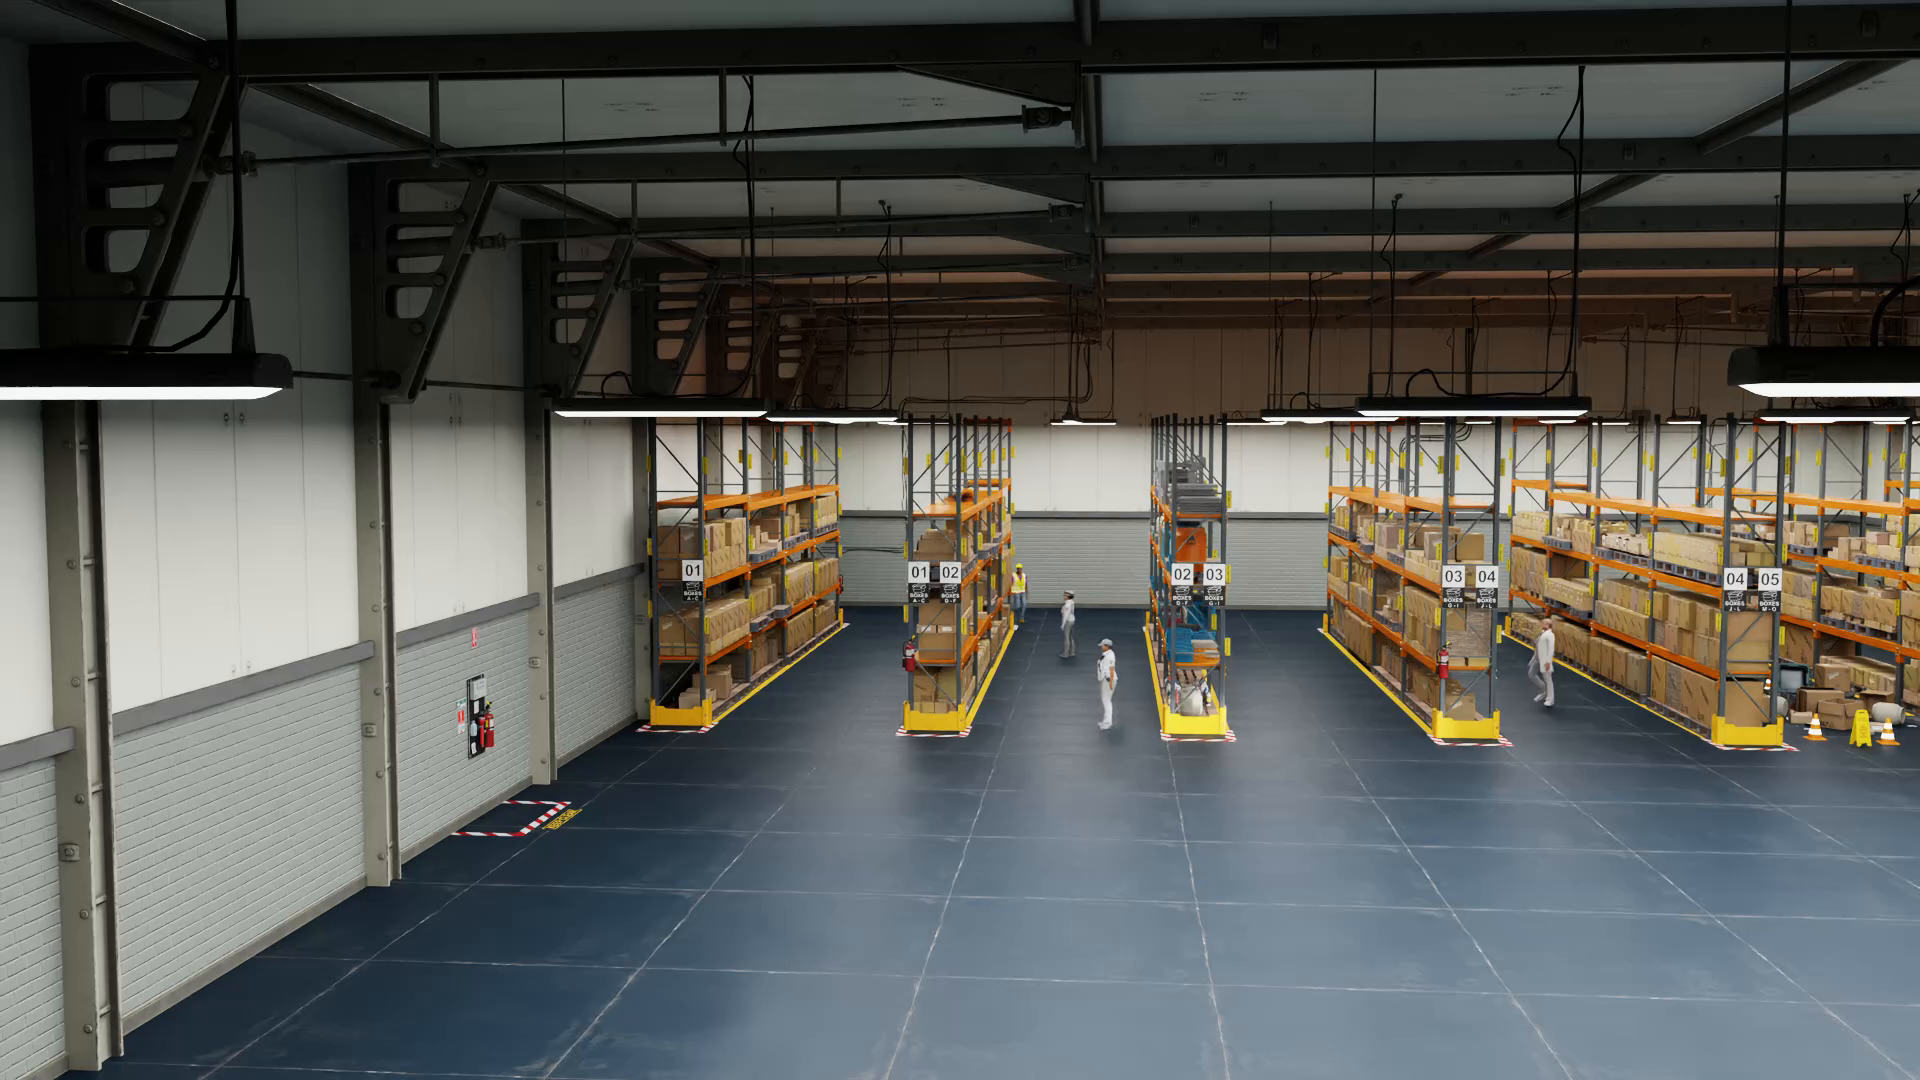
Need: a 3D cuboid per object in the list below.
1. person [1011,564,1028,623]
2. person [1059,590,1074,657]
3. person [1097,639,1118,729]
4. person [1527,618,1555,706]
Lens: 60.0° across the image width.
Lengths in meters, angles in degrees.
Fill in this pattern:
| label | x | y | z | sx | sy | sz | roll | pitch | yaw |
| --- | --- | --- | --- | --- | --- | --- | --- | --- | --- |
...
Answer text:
| label | x | y | z | sx | sy | sz | roll | pitch | yaw |
| --- | --- | --- | --- | --- | --- | --- | --- | --- | --- |
| person | 1.698 | 1.556 | 48.779 | 0.674 | 1.744 | 0.585 | 4 | 5 | 44 |
| person | 2.678 | 2.094 | 41.572 | 0.370 | 1.707 | 0.575 | 1 | 4 | 16 |
| person | 2.823 | 2.752 | 31.929 | 0.405 | 1.698 | 0.619 | 0 | 4 | -4 |
| person | 12.107 | 2.505 | 34.448 | 0.491 | 1.779 | 0.694 | -1 | 4 | -15 |
